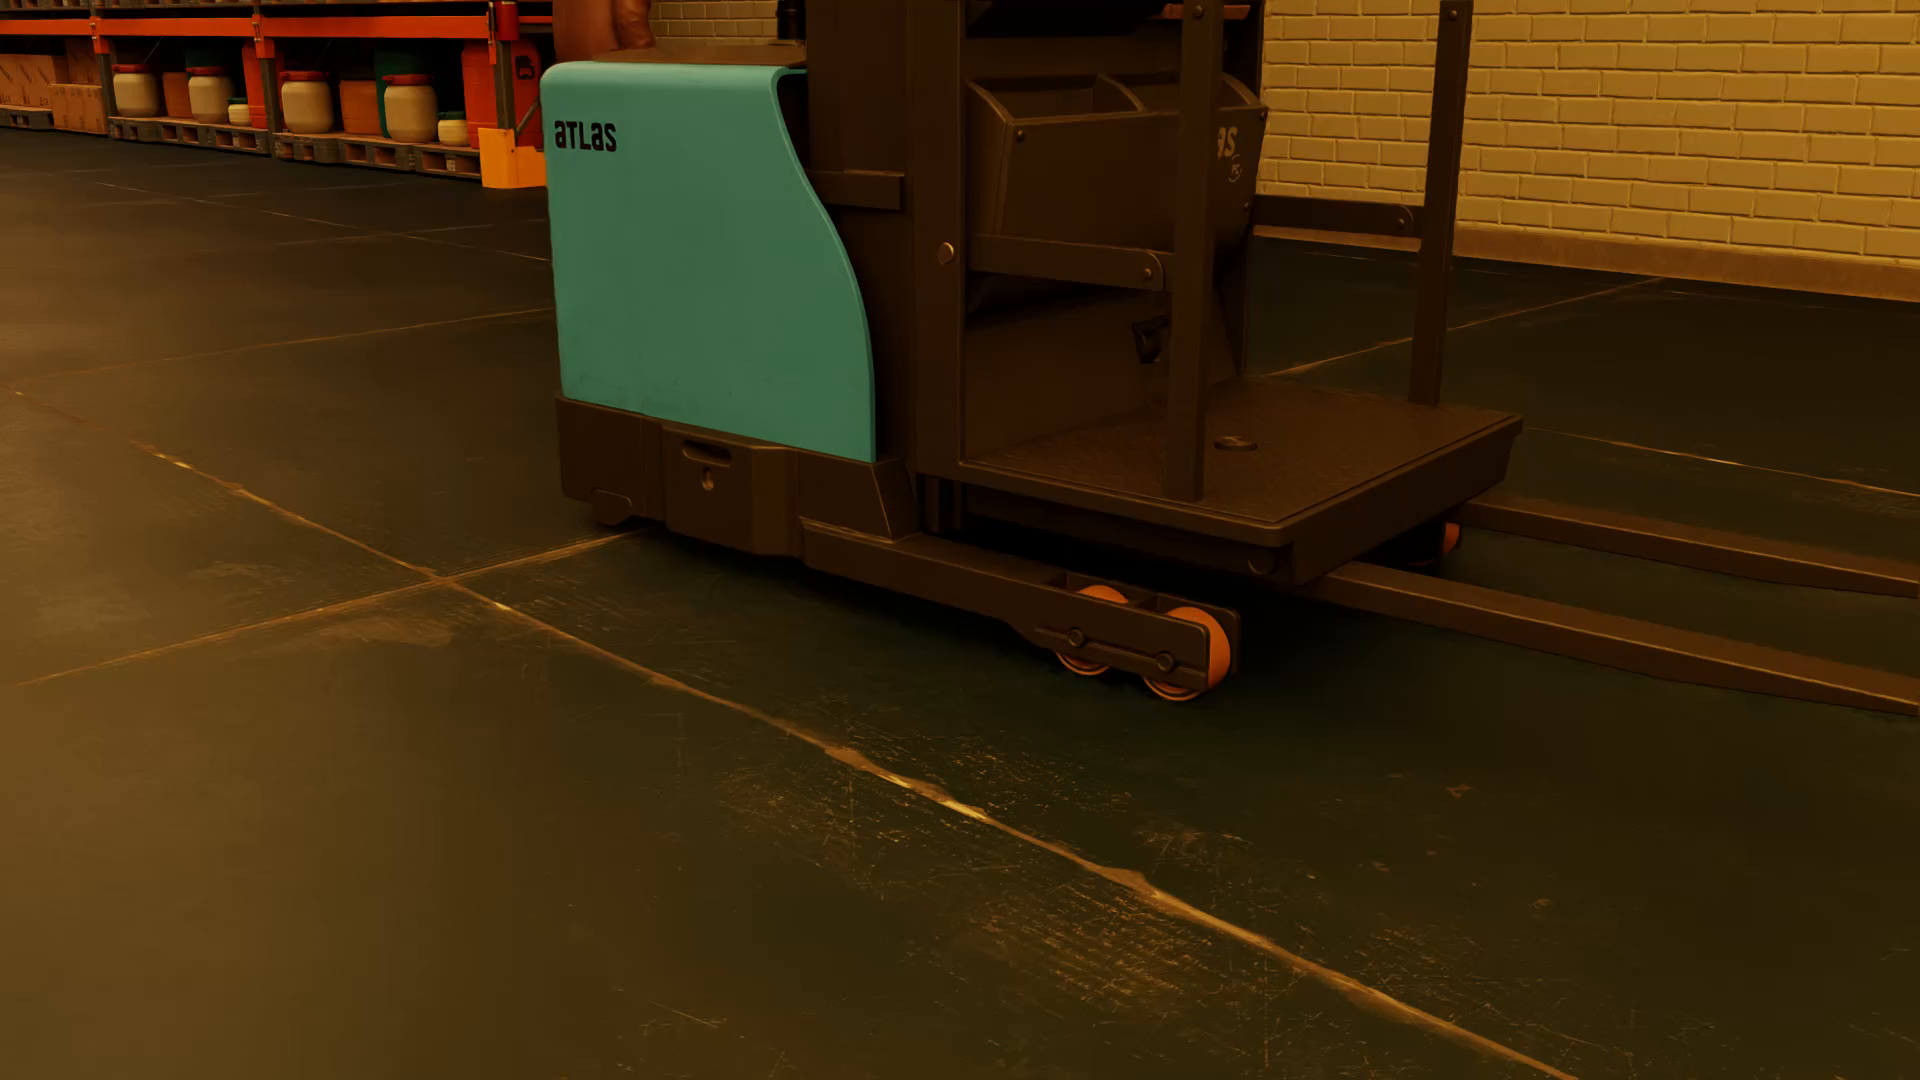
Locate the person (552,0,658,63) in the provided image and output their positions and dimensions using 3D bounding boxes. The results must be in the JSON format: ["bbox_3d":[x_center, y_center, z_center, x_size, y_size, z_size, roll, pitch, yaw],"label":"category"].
[{"bbox_3d":[-1.153,-1.494,5.733,0.430,1.772,0.647,-10,20,-31],"label":"person"}]

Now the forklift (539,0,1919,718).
[{"bbox_3d":[0.495,-1.289,3.101,3.031,2.935,1.130,13,22,37],"label":"forklift"}]
